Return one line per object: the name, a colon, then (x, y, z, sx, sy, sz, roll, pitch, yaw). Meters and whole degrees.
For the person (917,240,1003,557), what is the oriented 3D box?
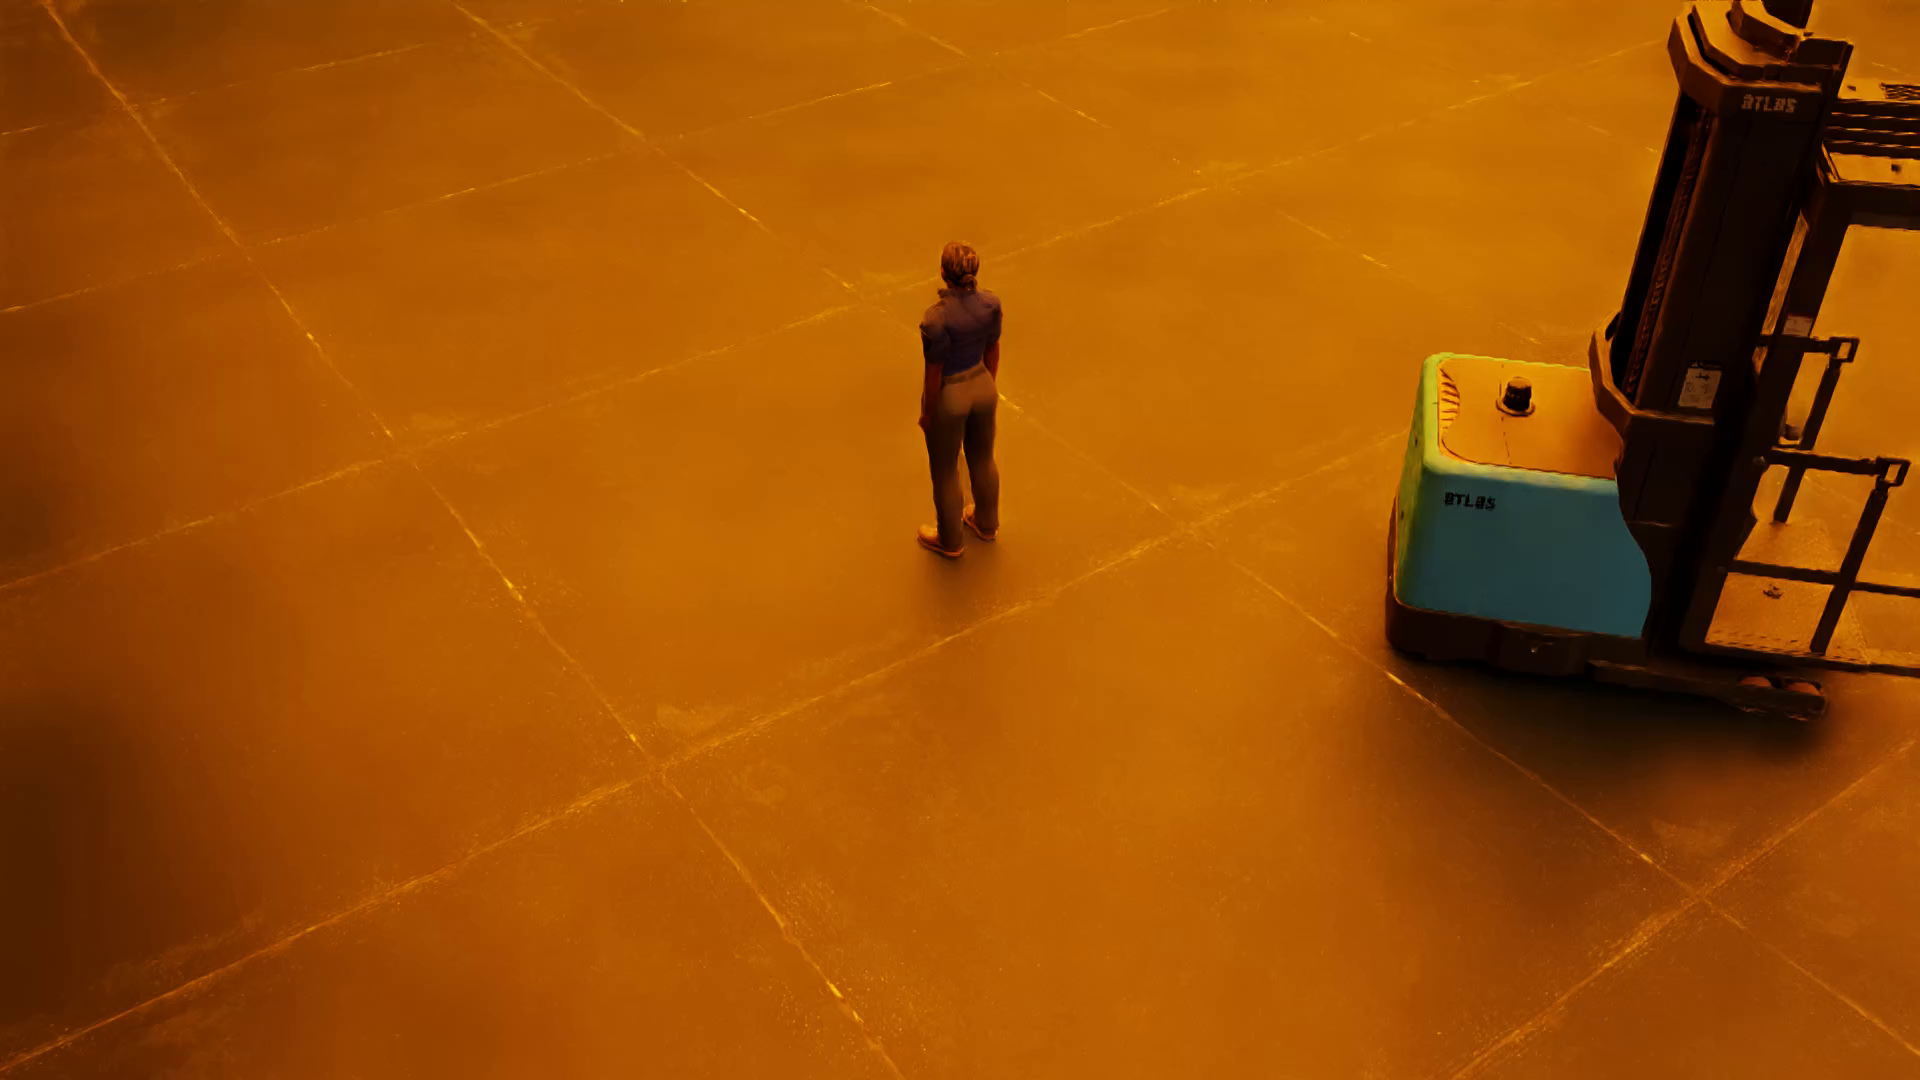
person: (-0.008, -0.680, 7.936, 0.446, 1.662, 0.320, -23, 42, -28)

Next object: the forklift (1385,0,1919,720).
forklift: (3.542, -0.734, 6.938, 3.031, 2.935, 1.130, 8, 37, 10)
